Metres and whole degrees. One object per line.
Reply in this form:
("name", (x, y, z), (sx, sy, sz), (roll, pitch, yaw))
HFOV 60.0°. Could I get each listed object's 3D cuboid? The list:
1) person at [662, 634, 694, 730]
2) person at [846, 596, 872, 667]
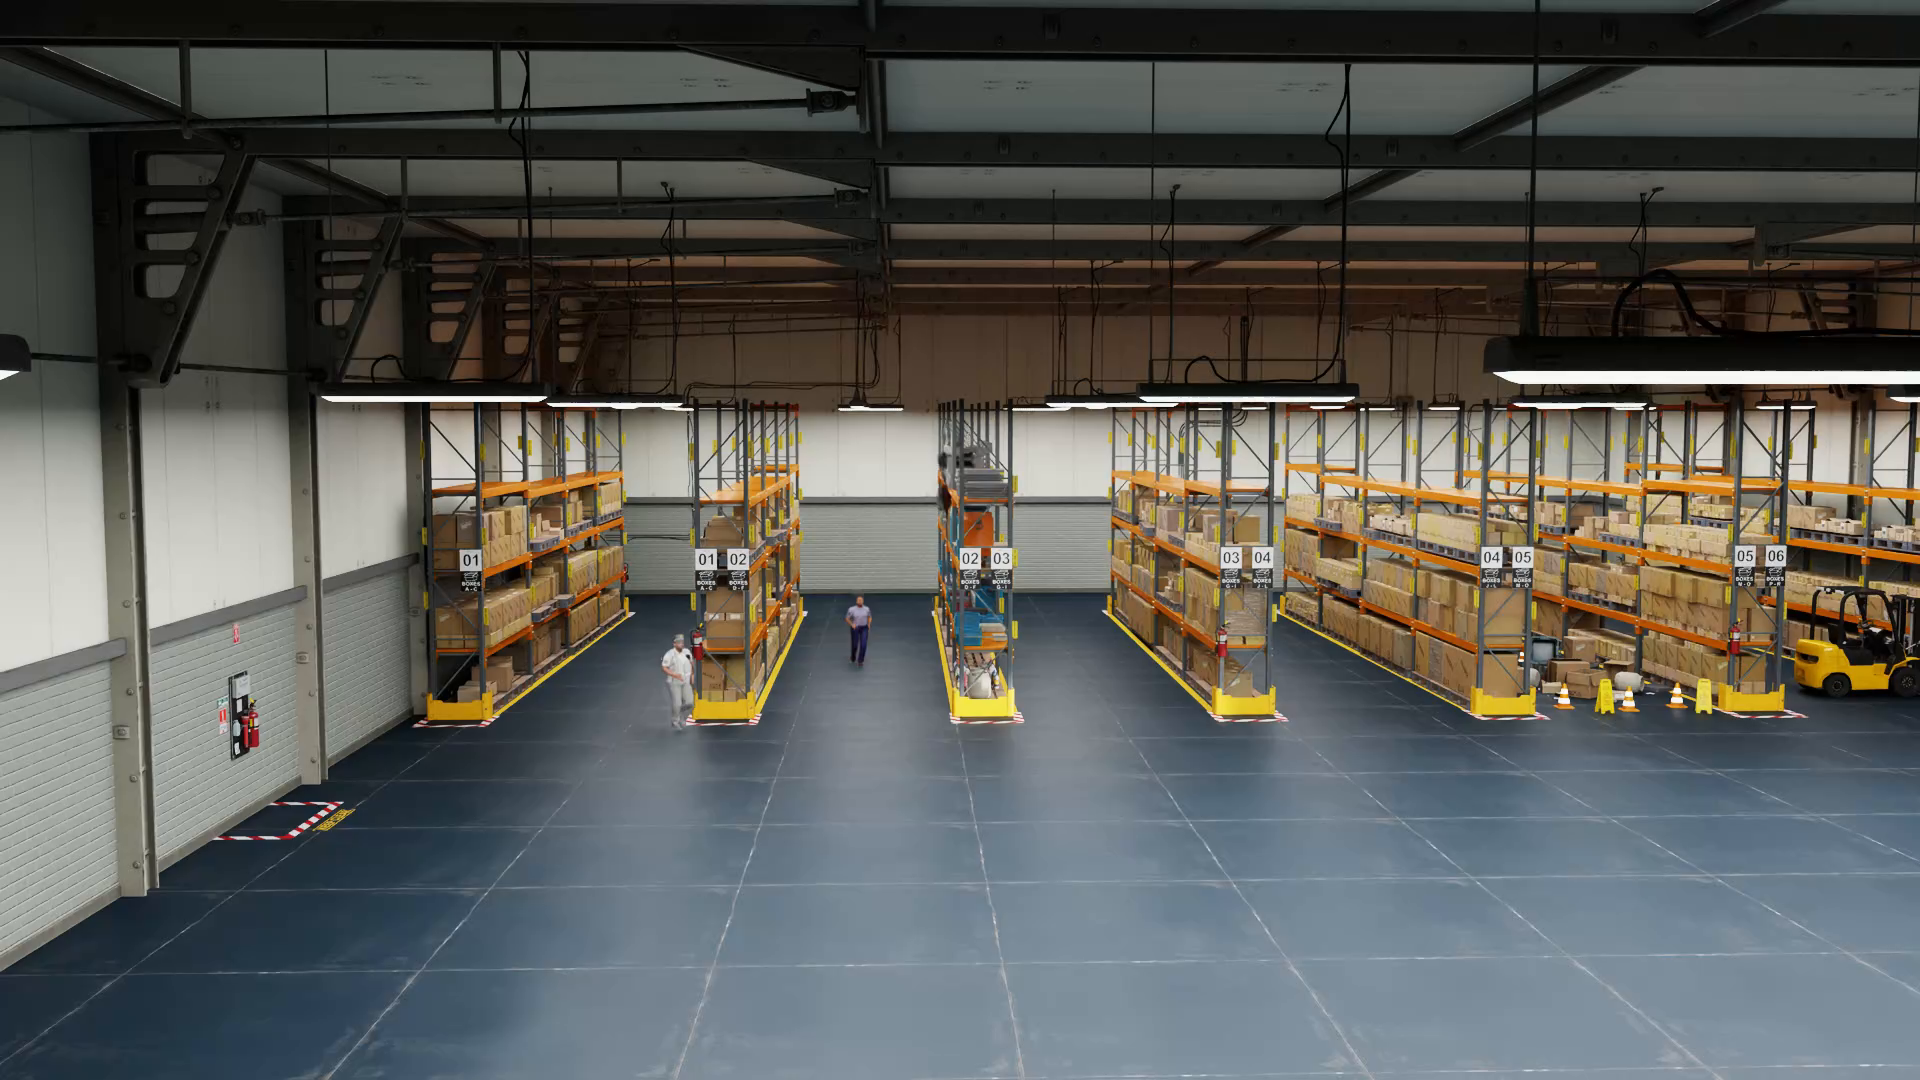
("person", (-5.058, 2.566, 30.144), (0.693, 1.743, 0.614), (-3, 5, -38))
("person", (-2.285, 2.063, 37.764), (0.577, 1.590, 0.561), (-1, 4, -13))
